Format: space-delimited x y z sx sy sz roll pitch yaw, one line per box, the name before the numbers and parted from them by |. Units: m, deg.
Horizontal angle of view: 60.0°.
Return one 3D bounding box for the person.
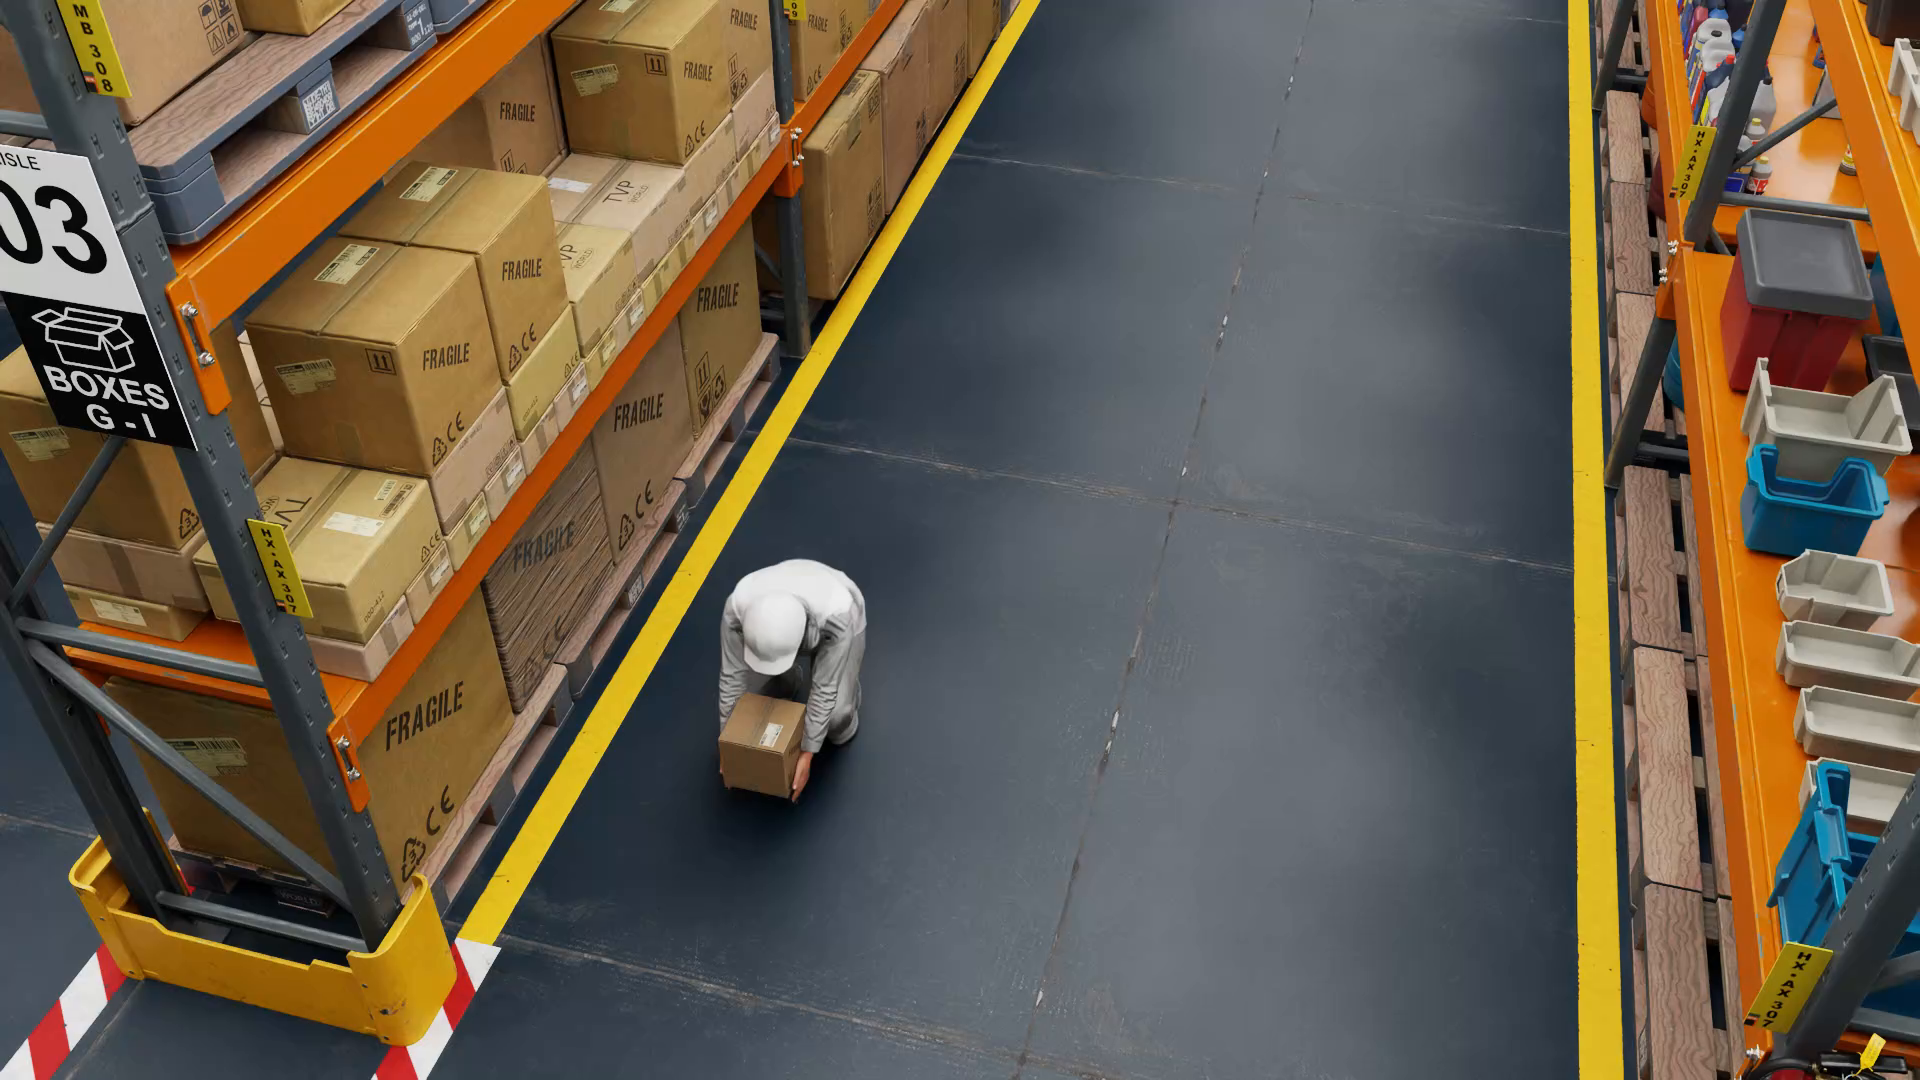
person | -0.631 0.410 6.257 0.524 1.010 0.883 9 42 11
